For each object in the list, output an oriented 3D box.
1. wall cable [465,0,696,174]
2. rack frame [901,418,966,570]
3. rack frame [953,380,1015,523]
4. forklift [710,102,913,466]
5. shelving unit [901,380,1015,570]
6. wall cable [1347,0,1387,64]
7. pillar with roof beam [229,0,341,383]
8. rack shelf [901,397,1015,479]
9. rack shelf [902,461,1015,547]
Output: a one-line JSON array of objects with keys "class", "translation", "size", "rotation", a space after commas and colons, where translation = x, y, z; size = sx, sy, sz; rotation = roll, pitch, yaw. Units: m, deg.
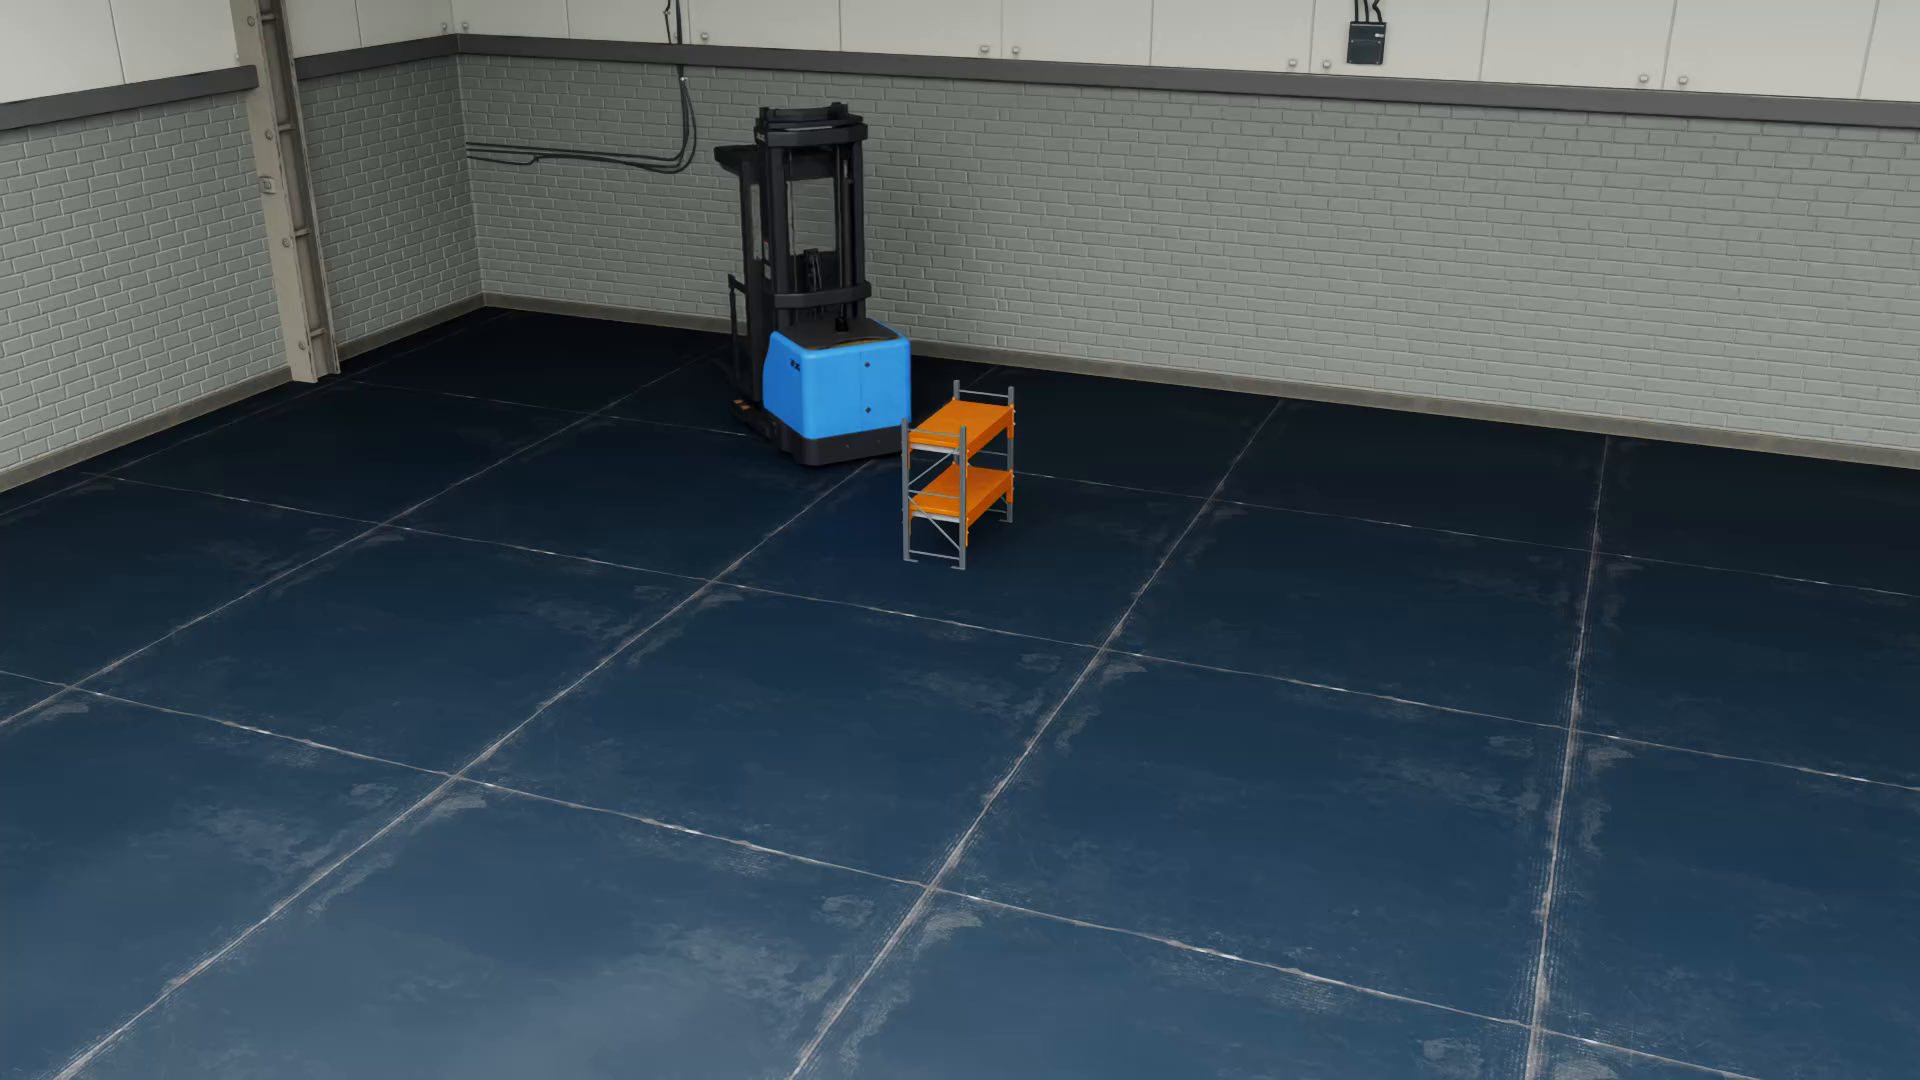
[{"class": "wall cable", "translation": [-4.258, -5.259, 17.916], "size": [3.097, 2.526, 0.112], "rotation": [9, 24, 20]}, {"class": "rack frame", "translation": [-0.191, -0.335, 12.314], "size": [0.500, 1.125, 0.032], "rotation": [9, 24, 20]}, {"class": "rack frame", "translation": [0.186, -0.699, 13.185], "size": [0.500, 1.125, 0.032], "rotation": [9, 24, 20]}, {"class": "forklift", "translation": [-1.534, -2.521, 15.204], "size": [1.130, 2.935, 3.031], "rotation": [-11, 25, -25]}, {"class": "shelving unit", "translation": [-0.003, -0.517, 12.750], "size": [0.538, 1.125, 1.048], "rotation": [9, 24, 20]}, {"class": "wall cable", "translation": [4.551, -6.896, 13.395], "size": [2.305, 6.003, 0.169], "rotation": [9, 24, 20]}, {"class": "pillar with roof beam", "translation": [-2.583, -5.211, 13.771], "size": [9.100, 9.000, 0.400], "rotation": [9, 24, 20]}, {"class": "rack shelf", "translation": [-0.003, -0.787, 12.637], "size": [0.538, 0.278, 1.000], "rotation": [9, 24, 20]}, {"class": "rack shelf", "translation": [-0.003, -0.291, 12.844], "size": [0.538, 0.278, 1.000], "rotation": [9, 24, 20]}]
